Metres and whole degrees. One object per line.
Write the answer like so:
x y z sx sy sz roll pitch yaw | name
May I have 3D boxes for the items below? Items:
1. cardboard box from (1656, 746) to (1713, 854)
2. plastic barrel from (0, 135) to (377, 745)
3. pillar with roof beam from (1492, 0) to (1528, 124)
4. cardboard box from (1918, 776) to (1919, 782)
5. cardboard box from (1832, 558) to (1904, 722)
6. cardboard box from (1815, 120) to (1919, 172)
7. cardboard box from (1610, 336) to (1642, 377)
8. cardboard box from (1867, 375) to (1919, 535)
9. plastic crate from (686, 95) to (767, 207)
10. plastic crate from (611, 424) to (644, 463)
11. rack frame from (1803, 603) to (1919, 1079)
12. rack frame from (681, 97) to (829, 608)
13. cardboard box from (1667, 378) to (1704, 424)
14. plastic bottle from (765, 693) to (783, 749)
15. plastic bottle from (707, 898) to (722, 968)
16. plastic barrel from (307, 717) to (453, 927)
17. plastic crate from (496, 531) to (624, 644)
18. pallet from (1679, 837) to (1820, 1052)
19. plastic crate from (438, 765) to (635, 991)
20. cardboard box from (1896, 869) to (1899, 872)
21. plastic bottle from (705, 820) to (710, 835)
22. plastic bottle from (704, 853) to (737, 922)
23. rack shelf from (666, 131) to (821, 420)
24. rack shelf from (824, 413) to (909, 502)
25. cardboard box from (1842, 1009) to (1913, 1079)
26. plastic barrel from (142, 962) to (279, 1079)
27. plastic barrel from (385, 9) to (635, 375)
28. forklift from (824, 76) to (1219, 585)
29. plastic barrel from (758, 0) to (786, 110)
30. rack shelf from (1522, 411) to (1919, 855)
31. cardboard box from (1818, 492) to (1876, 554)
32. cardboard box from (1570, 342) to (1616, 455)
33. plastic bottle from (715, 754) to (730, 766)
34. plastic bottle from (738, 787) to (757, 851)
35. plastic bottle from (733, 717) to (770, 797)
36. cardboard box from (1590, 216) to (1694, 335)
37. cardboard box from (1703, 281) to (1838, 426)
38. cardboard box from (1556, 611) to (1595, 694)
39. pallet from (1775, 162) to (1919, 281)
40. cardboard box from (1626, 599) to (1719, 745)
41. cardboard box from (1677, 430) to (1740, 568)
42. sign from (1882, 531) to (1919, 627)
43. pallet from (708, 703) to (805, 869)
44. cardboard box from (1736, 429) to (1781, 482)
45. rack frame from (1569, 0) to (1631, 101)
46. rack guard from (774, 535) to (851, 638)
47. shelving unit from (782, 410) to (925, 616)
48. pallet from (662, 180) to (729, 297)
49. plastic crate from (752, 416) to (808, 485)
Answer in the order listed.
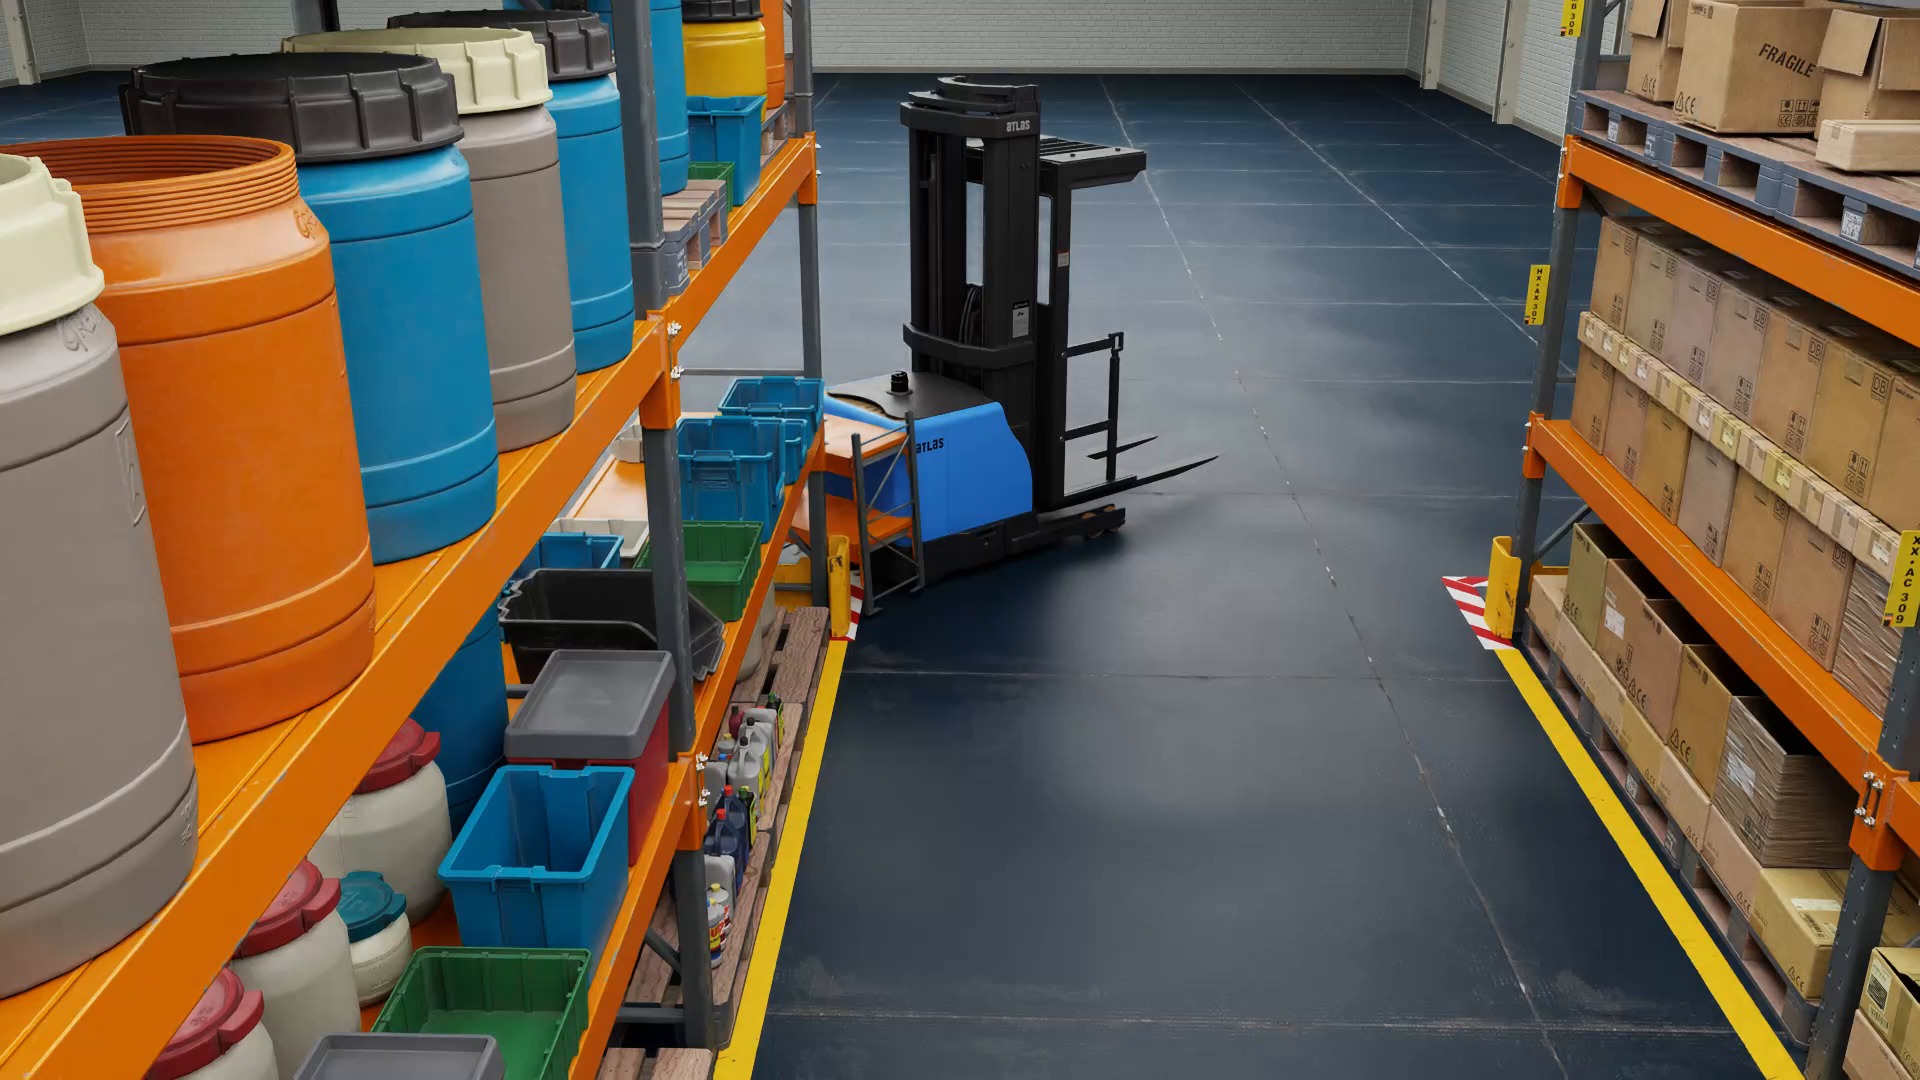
3.374 1.124 7.205 0.500 0.250 0.500 1 21 2 | cardboard box
-1.258 -0.169 2.578 0.600 0.830 0.708 1 21 2 | plastic barrel
5.896 -12.082 29.728 9.100 9.000 0.400 1 21 2 | pillar with roof beam
3.887 0.961 6.588 0.500 0.500 0.500 1 21 2 | cardboard box
3.560 0.363 5.809 0.700 0.500 0.500 0 21 0 | cardboard box
3.316 -1.411 5.946 0.380 0.149 0.250 1 21 2 | cardboard box
3.433 -0.900 8.167 0.380 0.149 0.250 1 21 2 | cardboard box
3.560 -0.242 5.574 0.700 0.500 0.500 1 21 2 | cardboard box
-1.034 -1.630 6.959 0.392 0.384 0.575 1 21 2 | plastic crate
-1.625 -0.489 8.507 0.298 0.136 0.250 1 21 2 | plastic crate
3.553 0.570 5.413 1.000 3.000 0.127 1 21 2 | rack frame
-1.277 -0.932 9.284 1.000 3.000 0.127 1 21 2 | rack frame
3.410 -0.620 7.445 0.380 0.149 0.250 0 21 1 | cardboard box
-0.880 0.840 7.863 0.061 0.283 0.133 1 21 3 | plastic bottle
-0.950 1.471 6.256 0.097 0.271 0.097 0 21 0 | plastic bottle
-1.647 0.794 4.647 0.433 0.535 0.433 0 21 0 | plastic barrel
-1.636 0.180 6.623 0.499 0.251 0.616 1 21 2 | plastic crate
3.619 1.583 6.657 1.003 0.211 1.213 1 21 2 | pallet
-1.121 0.924 4.523 0.392 0.384 0.575 1 21 2 | plastic crate
3.890 1.311 6.724 0.500 0.250 0.500 1 21 2 | cardboard box
-1.075 1.240 6.850 0.097 0.271 0.097 0 21 0 | plastic bottle
-0.968 1.351 6.557 0.152 0.276 0.135 1 21 4 | plastic bottle
-1.337 -1.272 7.008 1.077 0.370 4.000 1 21 2 | rack shelf
-0.817 -0.537 9.942 1.000 0.278 0.538 16 29 38 | rack shelf
3.293 1.799 5.466 0.500 0.250 0.500 0 21 0 | cardboard box
-1.682 1.216 3.560 0.433 0.535 0.433 0 21 0 | plastic barrel
-1.197 -0.932 4.444 0.600 0.901 0.708 1 21 2 | plastic barrel
0.486 -1.511 10.872 3.031 2.935 1.130 -17 27 -36 | forklift
-1.164 -2.549 8.132 0.600 0.830 0.708 1 21 2 | plastic barrel
3.614 0.182 7.407 1.077 0.370 4.000 1 21 2 | rack shelf
3.362 -0.064 6.012 0.380 0.149 0.250 0 21 0 | cardboard box
3.647 -0.754 8.688 0.700 0.500 0.500 1 21 2 | cardboard box
-1.057 1.052 7.432 0.097 0.201 0.097 0 21 0 | plastic bottle
-0.906 1.161 7.038 0.061 0.283 0.133 2 21 4 | plastic bottle
-0.935 0.968 7.442 0.144 0.351 0.185 2 21 4 | plastic bottle
3.646 -1.340 8.404 0.700 0.500 0.500 1 21 2 | cardboard box
3.606 -0.786 6.977 0.700 0.500 0.500 1 21 2 | cardboard box
3.424 0.582 8.603 0.500 0.250 0.500 1 21 2 | cardboard box
3.553 -1.096 5.682 1.003 0.211 1.213 1 21 2 | pallet
3.387 0.594 7.535 0.500 0.500 0.500 1 21 2 | cardboard box
3.603 -0.194 7.245 0.700 0.500 0.500 1 21 3 | cardboard box
2.998 0.124 5.257 0.100 0.325 0.005 1 21 2 | sign
-1.302 1.130 7.826 1.003 0.211 1.213 1 21 2 | pallet
3.387 -0.339 6.720 0.380 0.149 0.250 1 21 3 | cardboard box
3.674 -3.673 8.055 1.000 3.000 0.127 1 21 2 | rack frame
-1.232 0.261 9.665 1.175 0.500 0.348 1 21 2 | rack guard
-0.802 -0.268 10.056 1.048 1.125 0.538 16 29 38 | shelving unit
-1.474 -1.058 5.724 1.213 0.211 1.003 1 21 2 | pallet
-1.018 -0.444 8.232 0.499 0.251 0.408 1 21 2 | plastic crate
